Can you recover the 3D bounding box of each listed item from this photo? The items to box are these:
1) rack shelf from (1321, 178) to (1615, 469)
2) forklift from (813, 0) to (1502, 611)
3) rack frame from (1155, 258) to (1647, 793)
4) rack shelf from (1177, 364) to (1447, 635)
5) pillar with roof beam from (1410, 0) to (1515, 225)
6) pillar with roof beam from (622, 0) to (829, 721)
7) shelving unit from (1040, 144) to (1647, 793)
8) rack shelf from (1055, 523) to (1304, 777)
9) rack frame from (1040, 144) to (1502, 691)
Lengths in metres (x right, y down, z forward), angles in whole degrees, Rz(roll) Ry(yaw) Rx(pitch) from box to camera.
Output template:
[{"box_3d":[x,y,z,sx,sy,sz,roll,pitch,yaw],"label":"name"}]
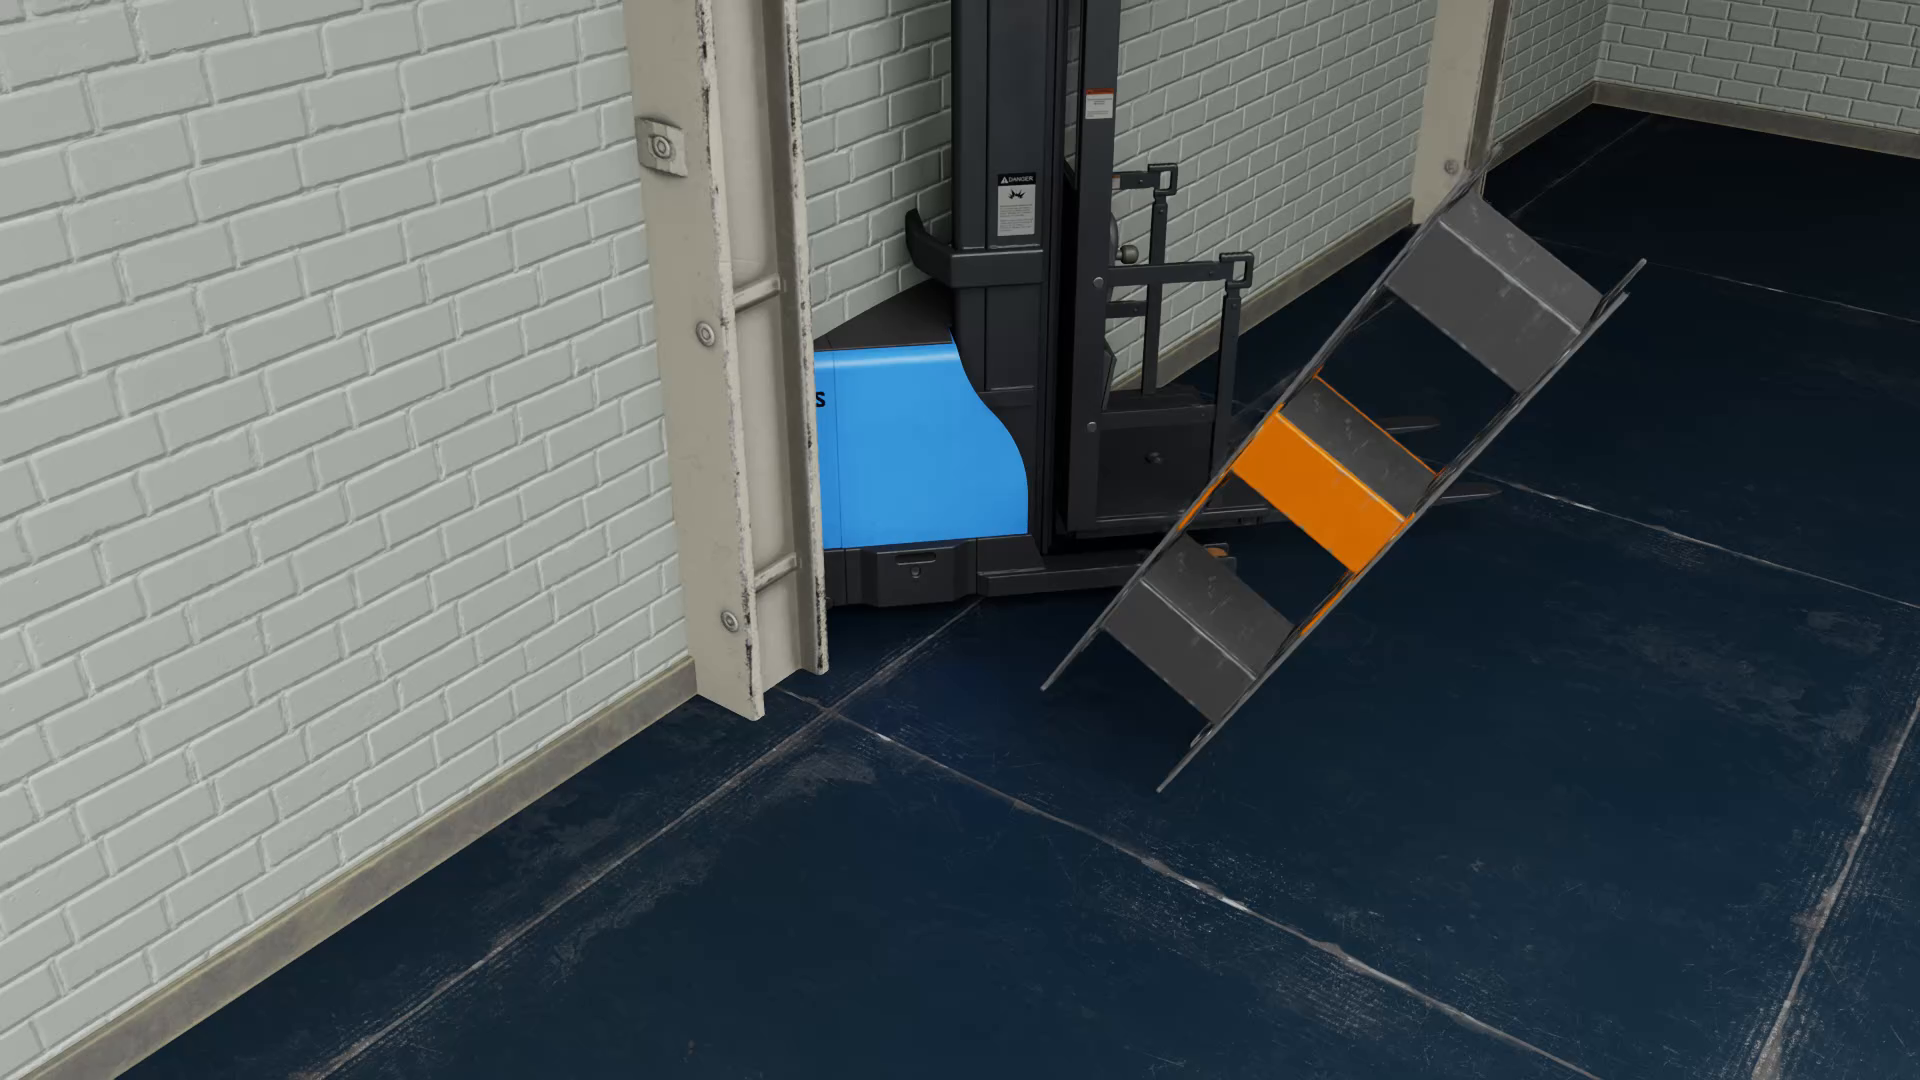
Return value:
[{"box_3d":[1.377,-0.593,4.507,0.480,0.518,0.431,41,35,8],"label":"rack shelf"},{"box_3d":[0.619,-1.310,6.086,3.031,2.935,1.130,-5,31,-8],"label":"forklift"},{"box_3d":[1.226,0.026,4.860,0.015,2.100,0.400,41,35,8],"label":"rack frame"},{"box_3d":[1.037,-0.123,4.900,0.480,0.518,0.431,41,35,8],"label":"rack shelf"},{"box_3d":[6.346,-4.491,5.501,9.100,9.000,0.400,21,37,31],"label":"pillar with roof beam"},{"box_3d":[2.725,-2.052,1.386,9.100,9.000,0.400,21,37,31],"label":"pillar with roof beam"},{"box_3d":[1.044,-0.133,4.893,0.503,2.100,0.431,41,35,8],"label":"shelving unit"},{"box_3d":[0.698,0.346,5.294,0.480,0.518,0.431,41,35,8],"label":"rack shelf"},{"box_3d":[0.862,-0.292,4.925,0.015,2.100,0.400,41,35,8],"label":"rack frame"}]
